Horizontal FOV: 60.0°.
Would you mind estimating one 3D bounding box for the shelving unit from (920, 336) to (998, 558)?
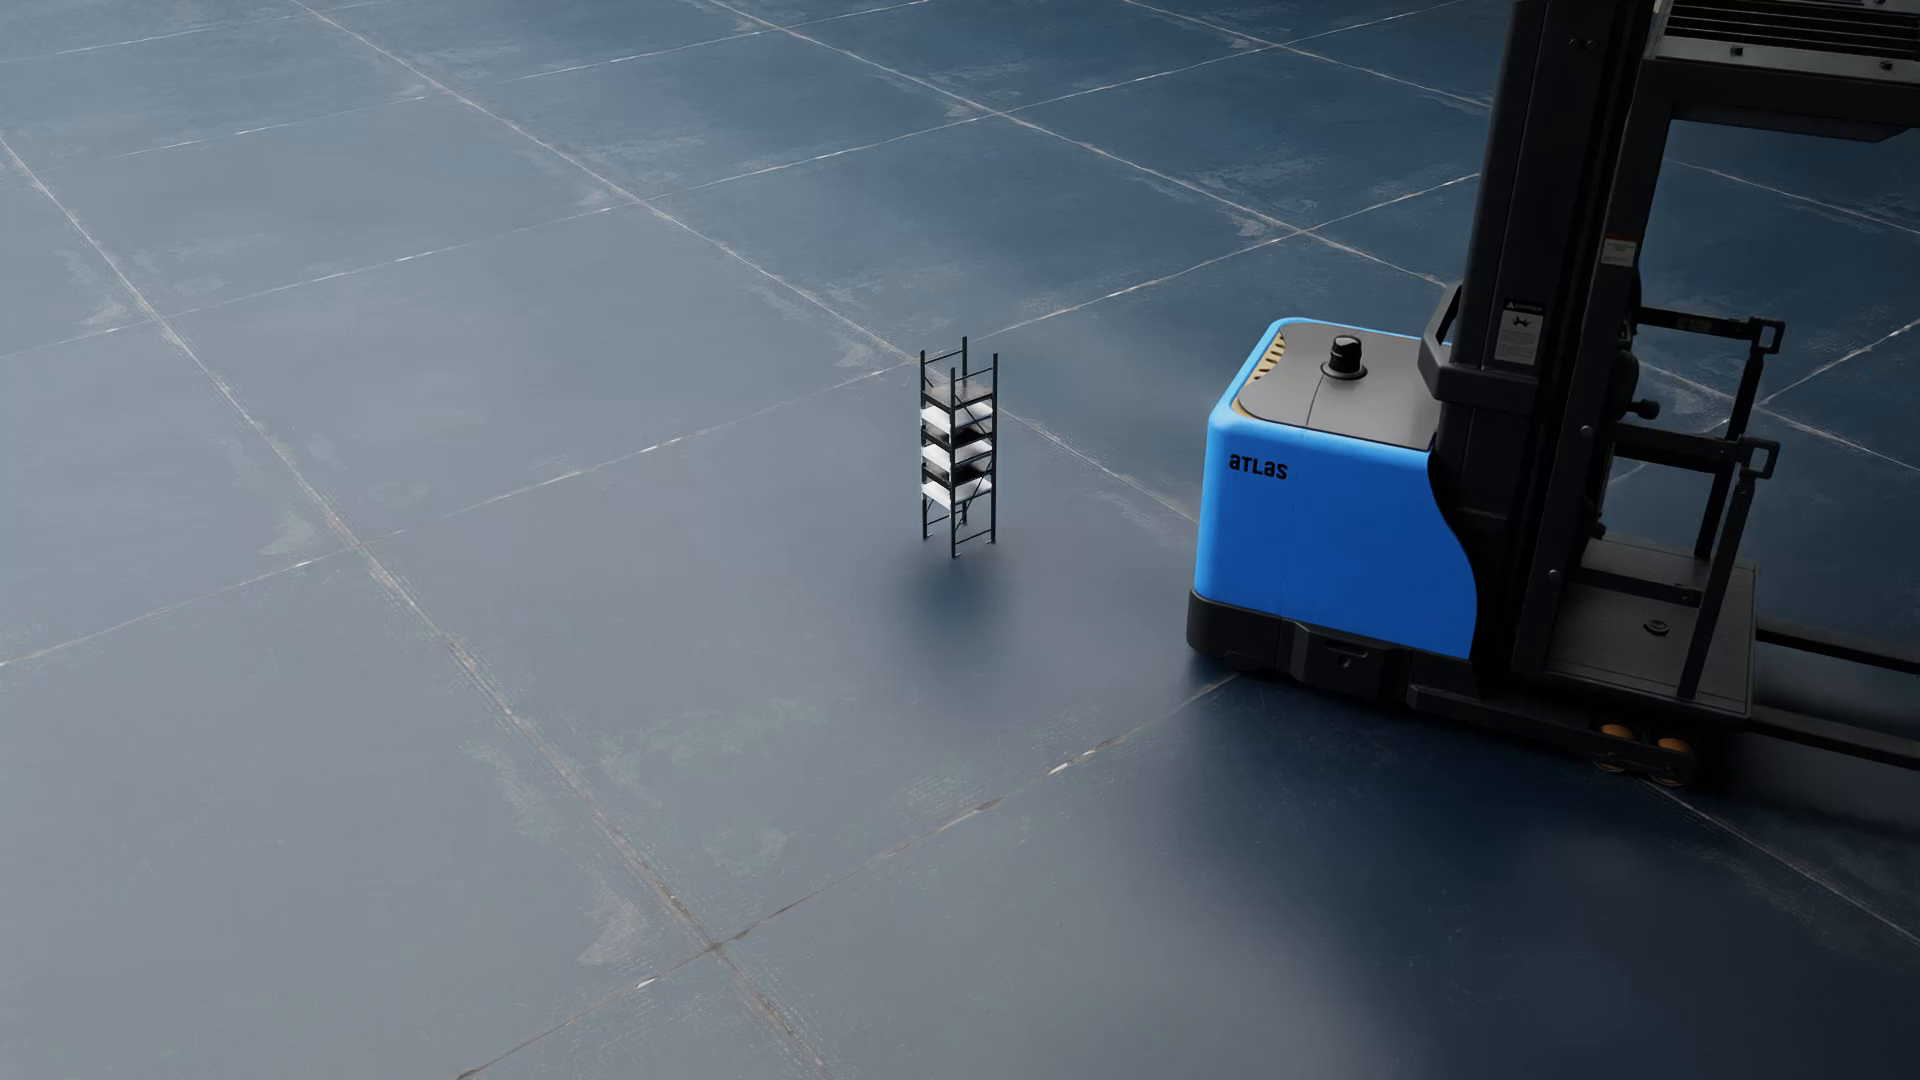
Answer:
[{"bbox_3d":[-0.005,-0.386,7.018,0.258,0.900,0.210,-22,38,-31],"label":"shelving unit"}]

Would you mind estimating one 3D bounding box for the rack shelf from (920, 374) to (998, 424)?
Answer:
[{"bbox_3d":[-0.005,-0.587,6.893,0.258,0.077,0.200,-22,38,-31],"label":"rack shelf"}]

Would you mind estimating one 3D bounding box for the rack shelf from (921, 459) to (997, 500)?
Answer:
[{"bbox_3d":[-0.005,-0.281,7.083,0.258,0.077,0.200,-22,38,-31],"label":"rack shelf"}]

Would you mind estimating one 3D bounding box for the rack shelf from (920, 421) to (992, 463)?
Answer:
[{"bbox_3d":[-0.005,-0.434,6.988,0.258,0.077,0.200,-22,38,-31],"label":"rack shelf"}]

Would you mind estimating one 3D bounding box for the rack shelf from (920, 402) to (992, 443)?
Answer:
[{"bbox_3d":[-0.005,-0.510,6.941,0.258,0.077,0.200,-22,38,-31],"label":"rack shelf"}]

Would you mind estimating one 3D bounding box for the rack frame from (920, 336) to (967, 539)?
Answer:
[{"bbox_3d":[-0.067,-0.428,7.086,0.240,0.900,0.006,-22,38,-31],"label":"rack frame"}]

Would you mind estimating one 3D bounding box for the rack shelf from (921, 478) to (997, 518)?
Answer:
[{"bbox_3d":[-0.005,-0.204,7.131,0.258,0.077,0.200,-22,38,-31],"label":"rack shelf"}]

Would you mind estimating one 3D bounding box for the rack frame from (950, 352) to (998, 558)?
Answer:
[{"bbox_3d":[0.057,-0.343,6.950,0.240,0.900,0.006,-22,38,-31],"label":"rack frame"}]

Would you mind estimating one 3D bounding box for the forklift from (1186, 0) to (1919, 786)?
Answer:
[{"bbox_3d":[2.445,-0.699,5.597,3.031,2.935,1.130,13,34,20],"label":"forklift"}]

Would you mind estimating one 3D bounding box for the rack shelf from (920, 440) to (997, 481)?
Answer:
[{"bbox_3d":[-0.005,-0.357,7.036,0.258,0.077,0.200,-22,38,-31],"label":"rack shelf"}]
